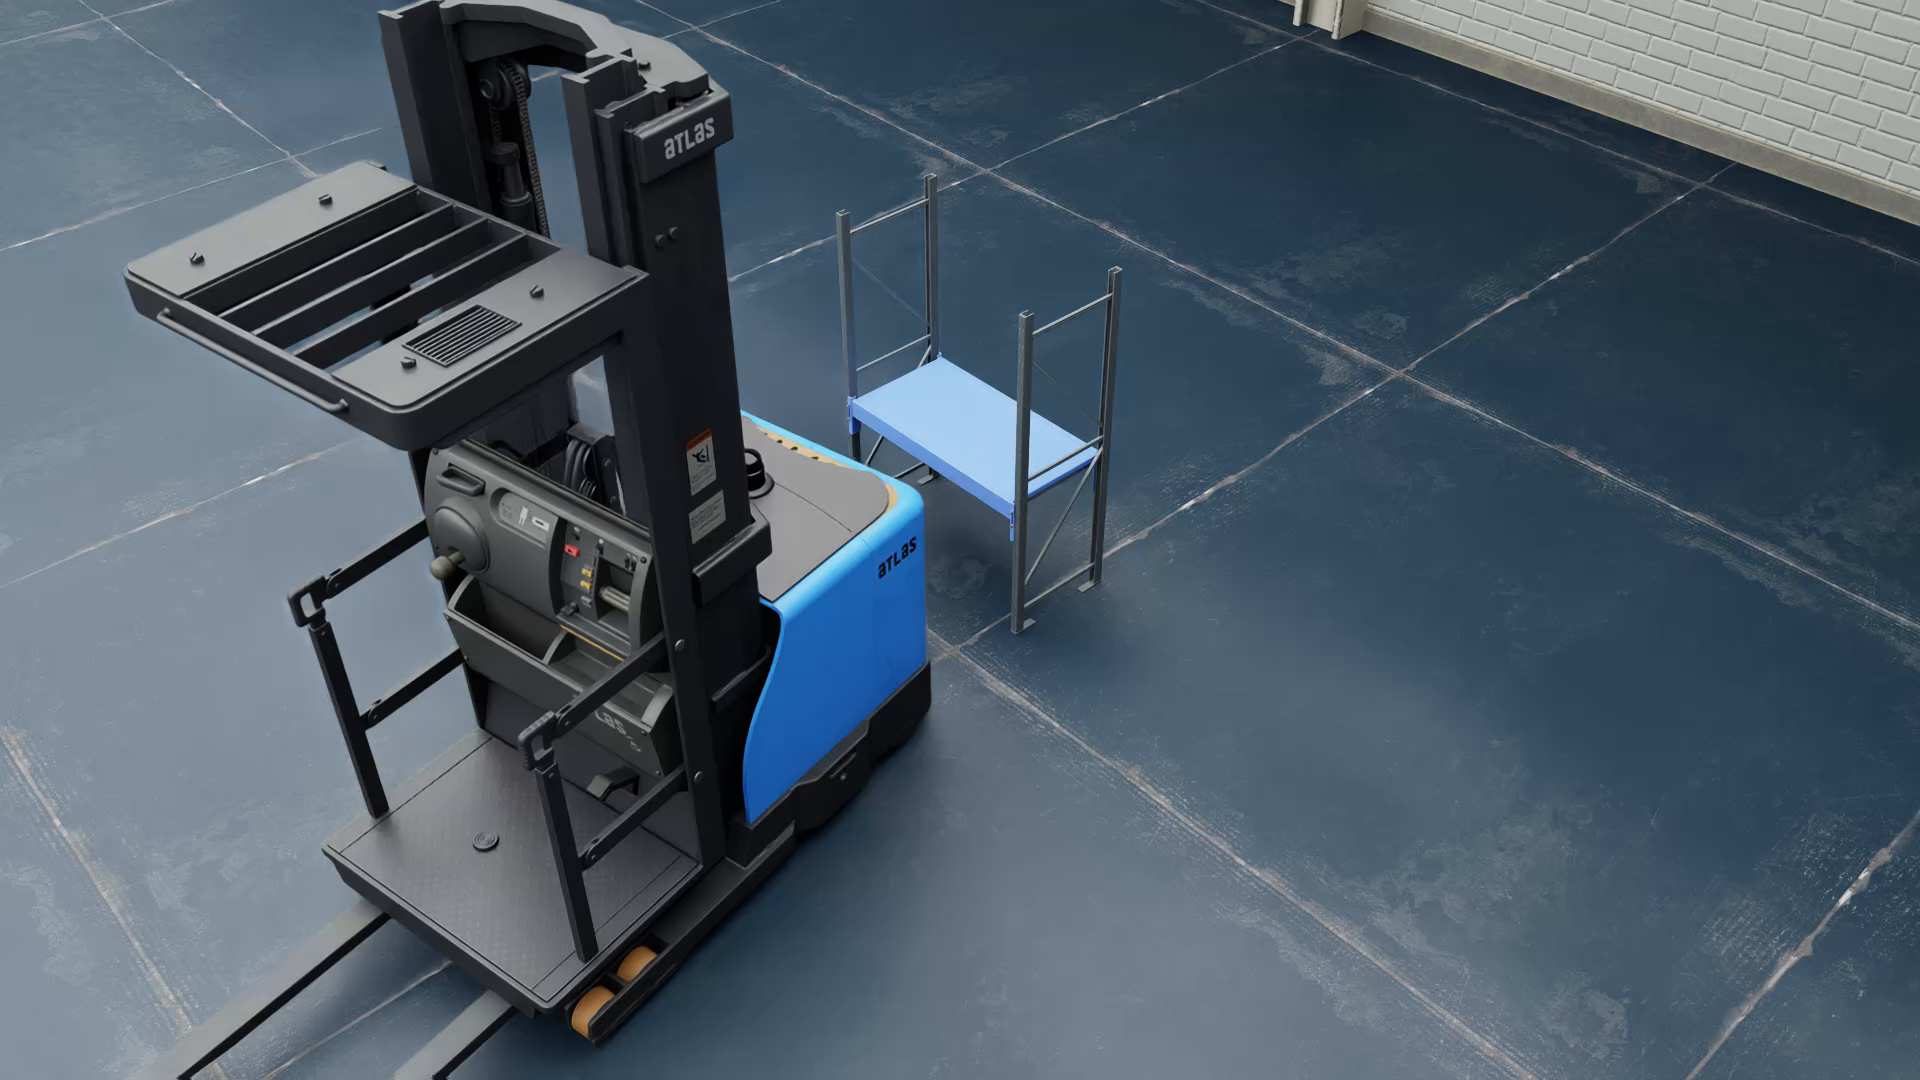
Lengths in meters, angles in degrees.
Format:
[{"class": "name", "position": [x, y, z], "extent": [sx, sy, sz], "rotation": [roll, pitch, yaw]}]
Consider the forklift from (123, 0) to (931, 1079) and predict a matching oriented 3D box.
[{"class": "forklift", "position": [-1.384, 0.096, 4.798], "extent": [1.130, 2.935, 3.031], "rotation": [25, 45, 27]}]

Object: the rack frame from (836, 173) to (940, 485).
[{"class": "rack frame", "position": [-0.286, -0.779, 7.021], "extent": [0.500, 1.500, 0.032], "rotation": [-30, 48, -32]}]

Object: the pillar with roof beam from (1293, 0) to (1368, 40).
[{"class": "pillar with roof beam", "position": [-0.570, -5.303, 6.654], "extent": [9.100, 9.000, 0.400], "rotation": [-30, 48, -32]}]

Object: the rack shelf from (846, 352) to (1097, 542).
[{"class": "rack shelf", "position": [0.058, -0.404, 6.843], "extent": [0.538, 0.185, 1.000], "rotation": [-30, 48, -32]}]

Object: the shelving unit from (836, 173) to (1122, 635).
[{"class": "shelving unit", "position": [0.058, -0.544, 6.730], "extent": [0.538, 1.500, 1.048], "rotation": [-30, 48, -32]}]

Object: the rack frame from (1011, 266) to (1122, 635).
[{"class": "rack frame", "position": [0.401, -0.309, 6.439], "extent": [0.500, 1.500, 0.032], "rotation": [-30, 48, -32]}]
